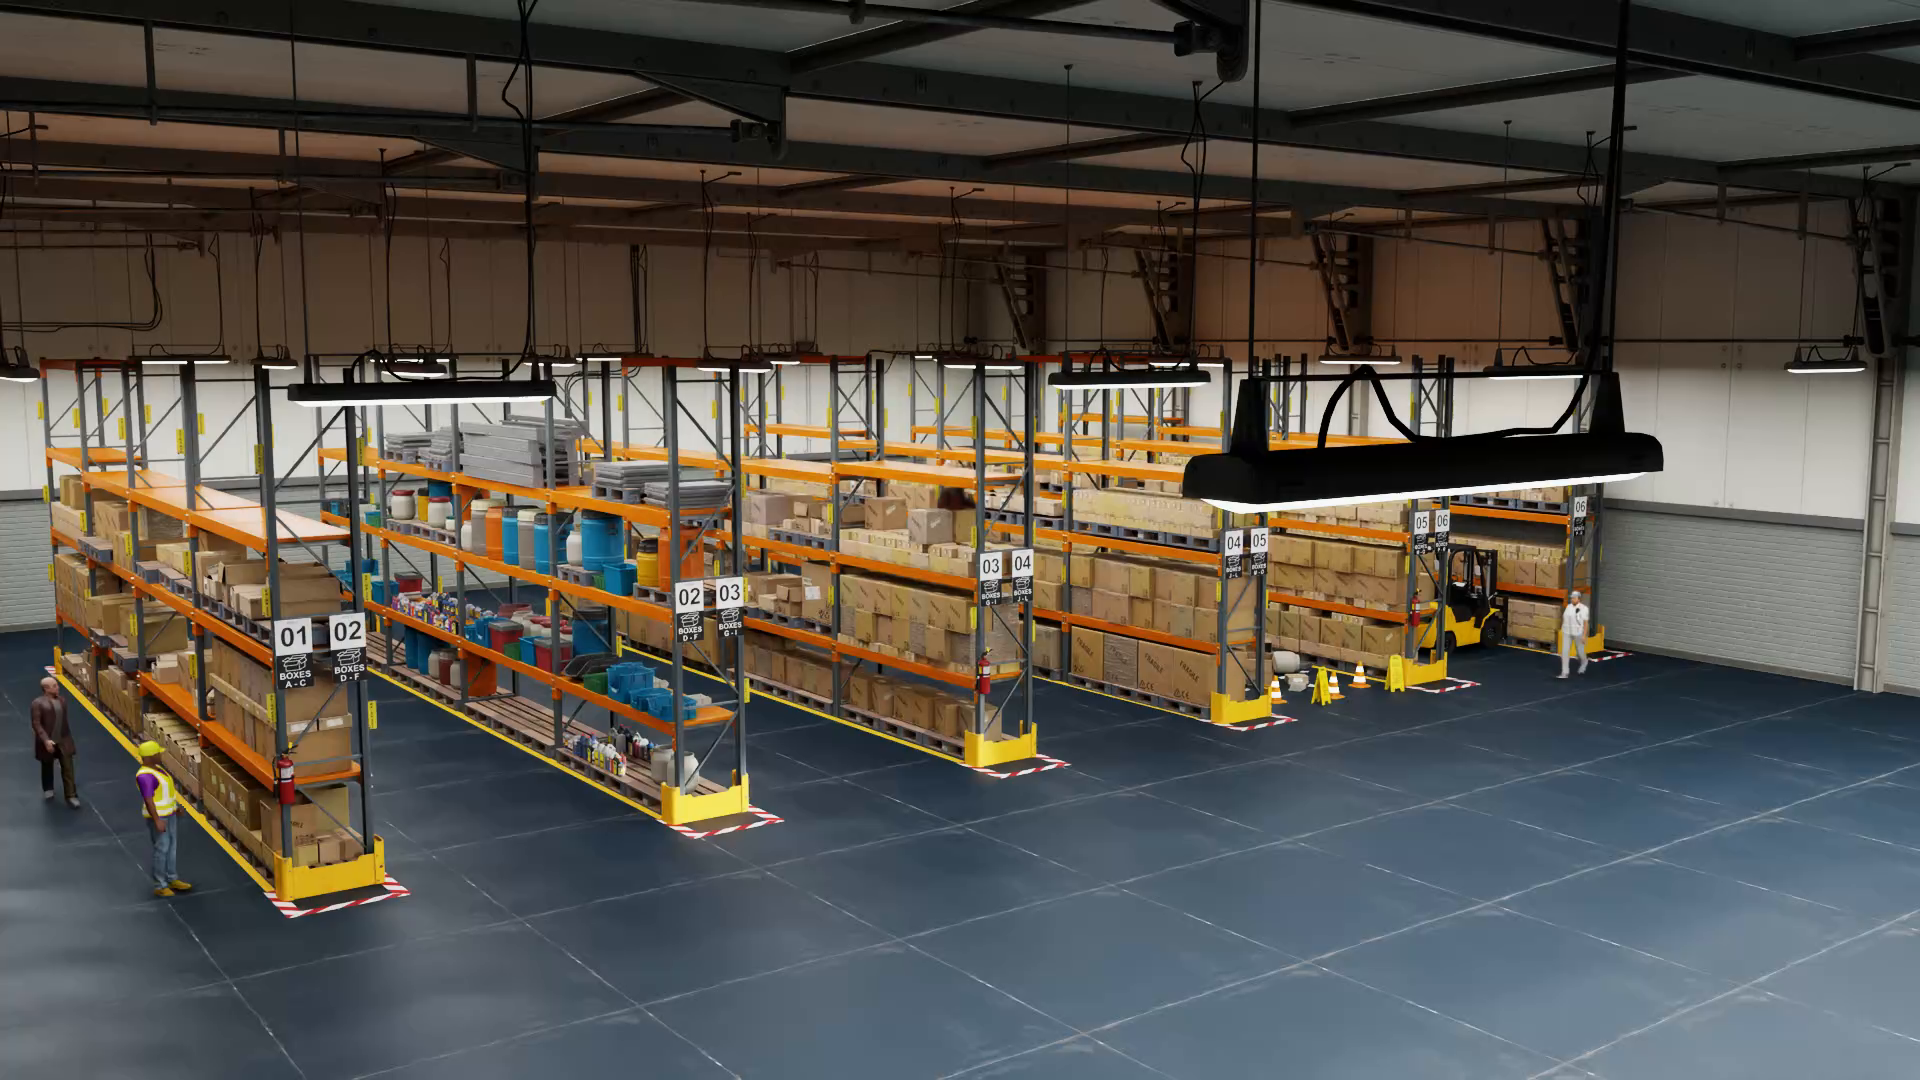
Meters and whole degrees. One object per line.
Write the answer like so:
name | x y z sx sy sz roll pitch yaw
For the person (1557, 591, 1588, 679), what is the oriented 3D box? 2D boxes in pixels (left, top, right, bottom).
person | 11.570 1.769 31.279 0.490 1.622 0.882 4 8 32

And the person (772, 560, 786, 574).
person | -4.902 0.281 43.442 0.527 1.644 0.741 3 8 25

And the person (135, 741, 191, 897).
person | -9.180 3.192 19.164 0.521 1.804 0.626 0 7 -2

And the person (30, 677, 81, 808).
person | -12.356 2.733 22.670 0.530 1.728 1.047 -6 9 -39
